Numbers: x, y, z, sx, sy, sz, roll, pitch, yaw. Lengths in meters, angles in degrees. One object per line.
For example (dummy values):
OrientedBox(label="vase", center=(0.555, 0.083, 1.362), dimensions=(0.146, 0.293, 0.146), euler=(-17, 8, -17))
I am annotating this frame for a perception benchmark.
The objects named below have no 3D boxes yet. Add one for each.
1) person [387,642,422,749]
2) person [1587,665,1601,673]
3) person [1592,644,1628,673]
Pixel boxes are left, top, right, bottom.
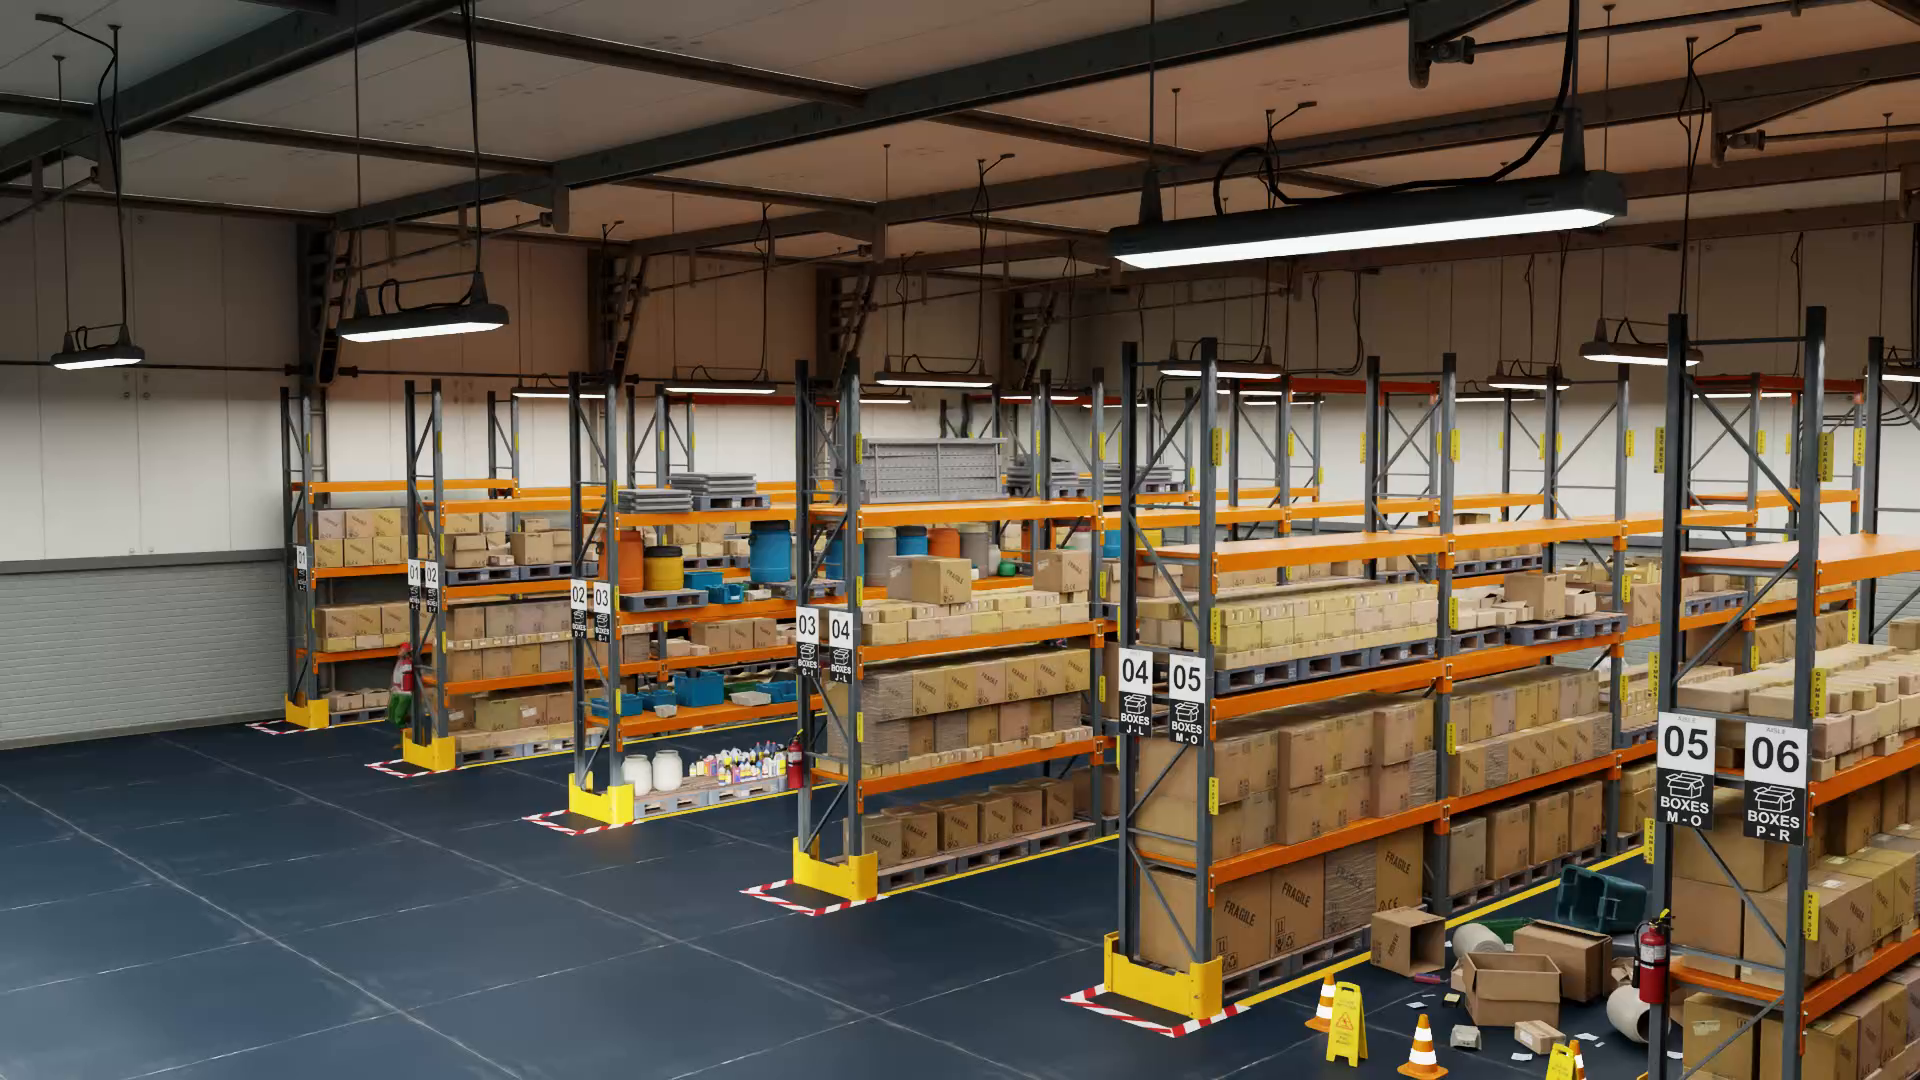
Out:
OrientedBox(label="person", center=(-9.133, 2.550, 27.463), dimensions=(0.700, 1.738, 0.598), euler=(3, 5, 39))
OrientedBox(label="person", center=(9.267, 2.731, 24.349), dimensions=(0.740, 1.804, 0.634), euler=(-3, 5, -40))
OrientedBox(label="person", center=(11.017, 2.517, 28.264), dimensions=(0.631, 1.681, 0.813), euler=(2, 4, 25))
